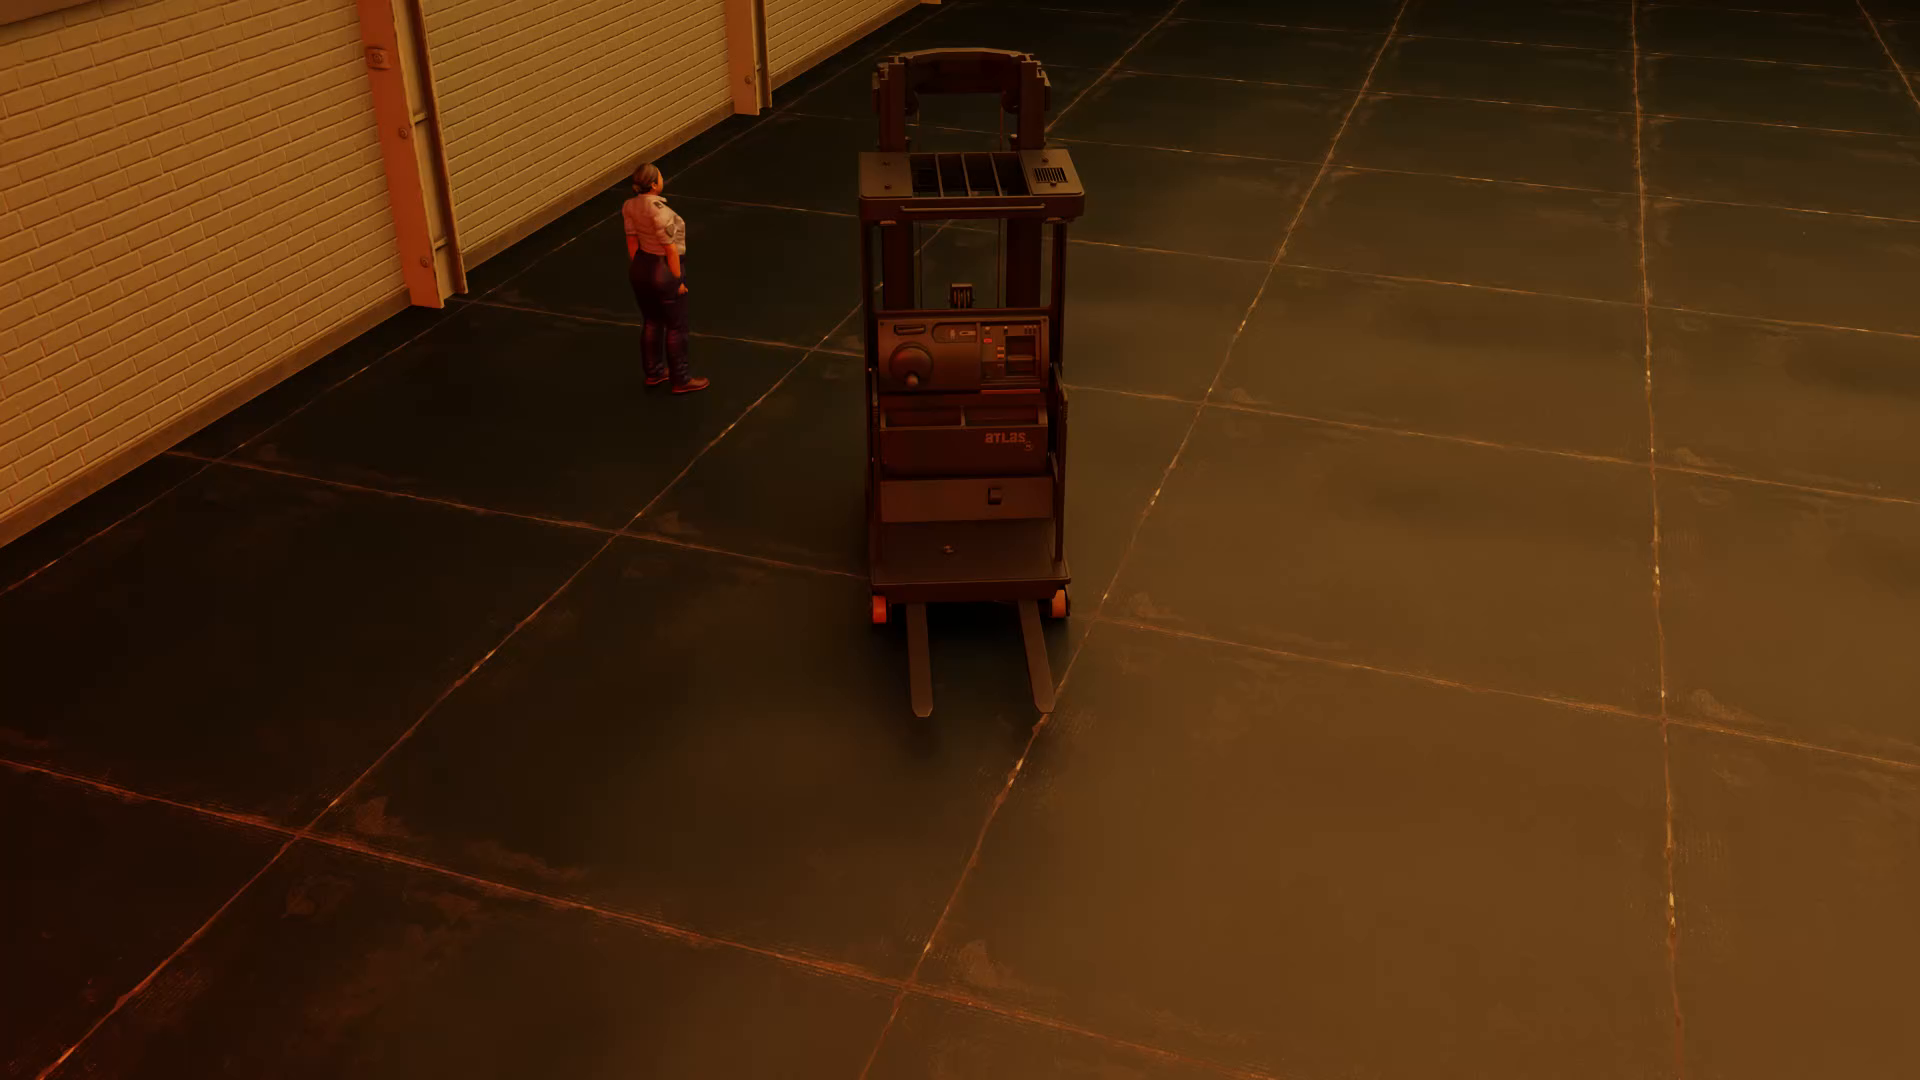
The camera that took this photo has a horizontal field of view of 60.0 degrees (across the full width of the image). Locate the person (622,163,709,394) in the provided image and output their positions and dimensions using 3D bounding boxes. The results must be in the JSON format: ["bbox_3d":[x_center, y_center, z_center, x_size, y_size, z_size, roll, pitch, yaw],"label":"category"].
[{"bbox_3d":[-2.093,-1.840,11.667,0.482,1.650,0.368,21,36,32],"label":"person"}]

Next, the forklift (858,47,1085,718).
[{"bbox_3d":[0.035,-0.972,8.842,1.130,2.935,3.031,-2,30,-3],"label":"forklift"}]
